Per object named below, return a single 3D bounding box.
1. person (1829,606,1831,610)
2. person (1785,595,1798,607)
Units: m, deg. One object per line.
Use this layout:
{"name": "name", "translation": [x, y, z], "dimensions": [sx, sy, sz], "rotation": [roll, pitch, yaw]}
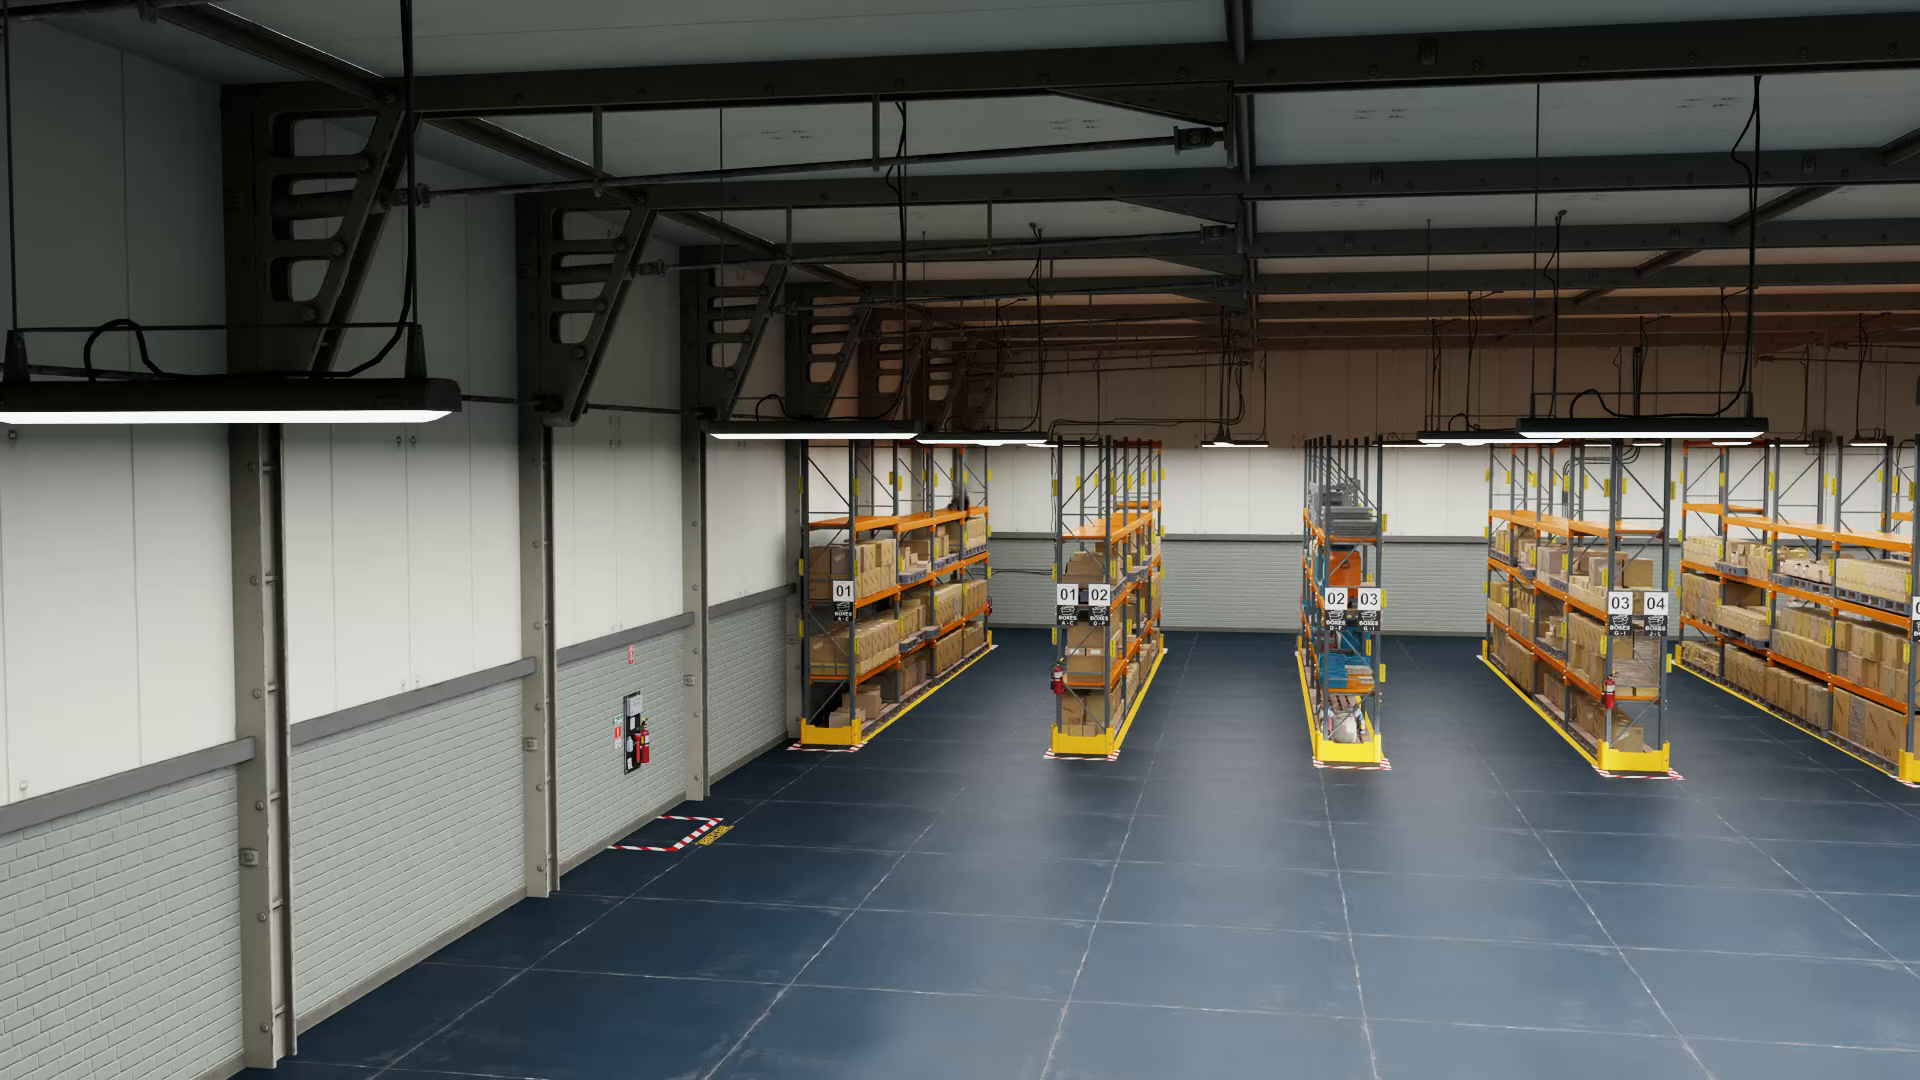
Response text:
{"name": "person", "translation": [23.704, 2.501, 44.996], "dimensions": [0.726, 1.568, 0.539], "rotation": [1, 3, 15]}
{"name": "person", "translation": [23.542, 2.335, 47.007], "dimensions": [0.771, 1.716, 0.543], "rotation": [-1, 3, -14]}
